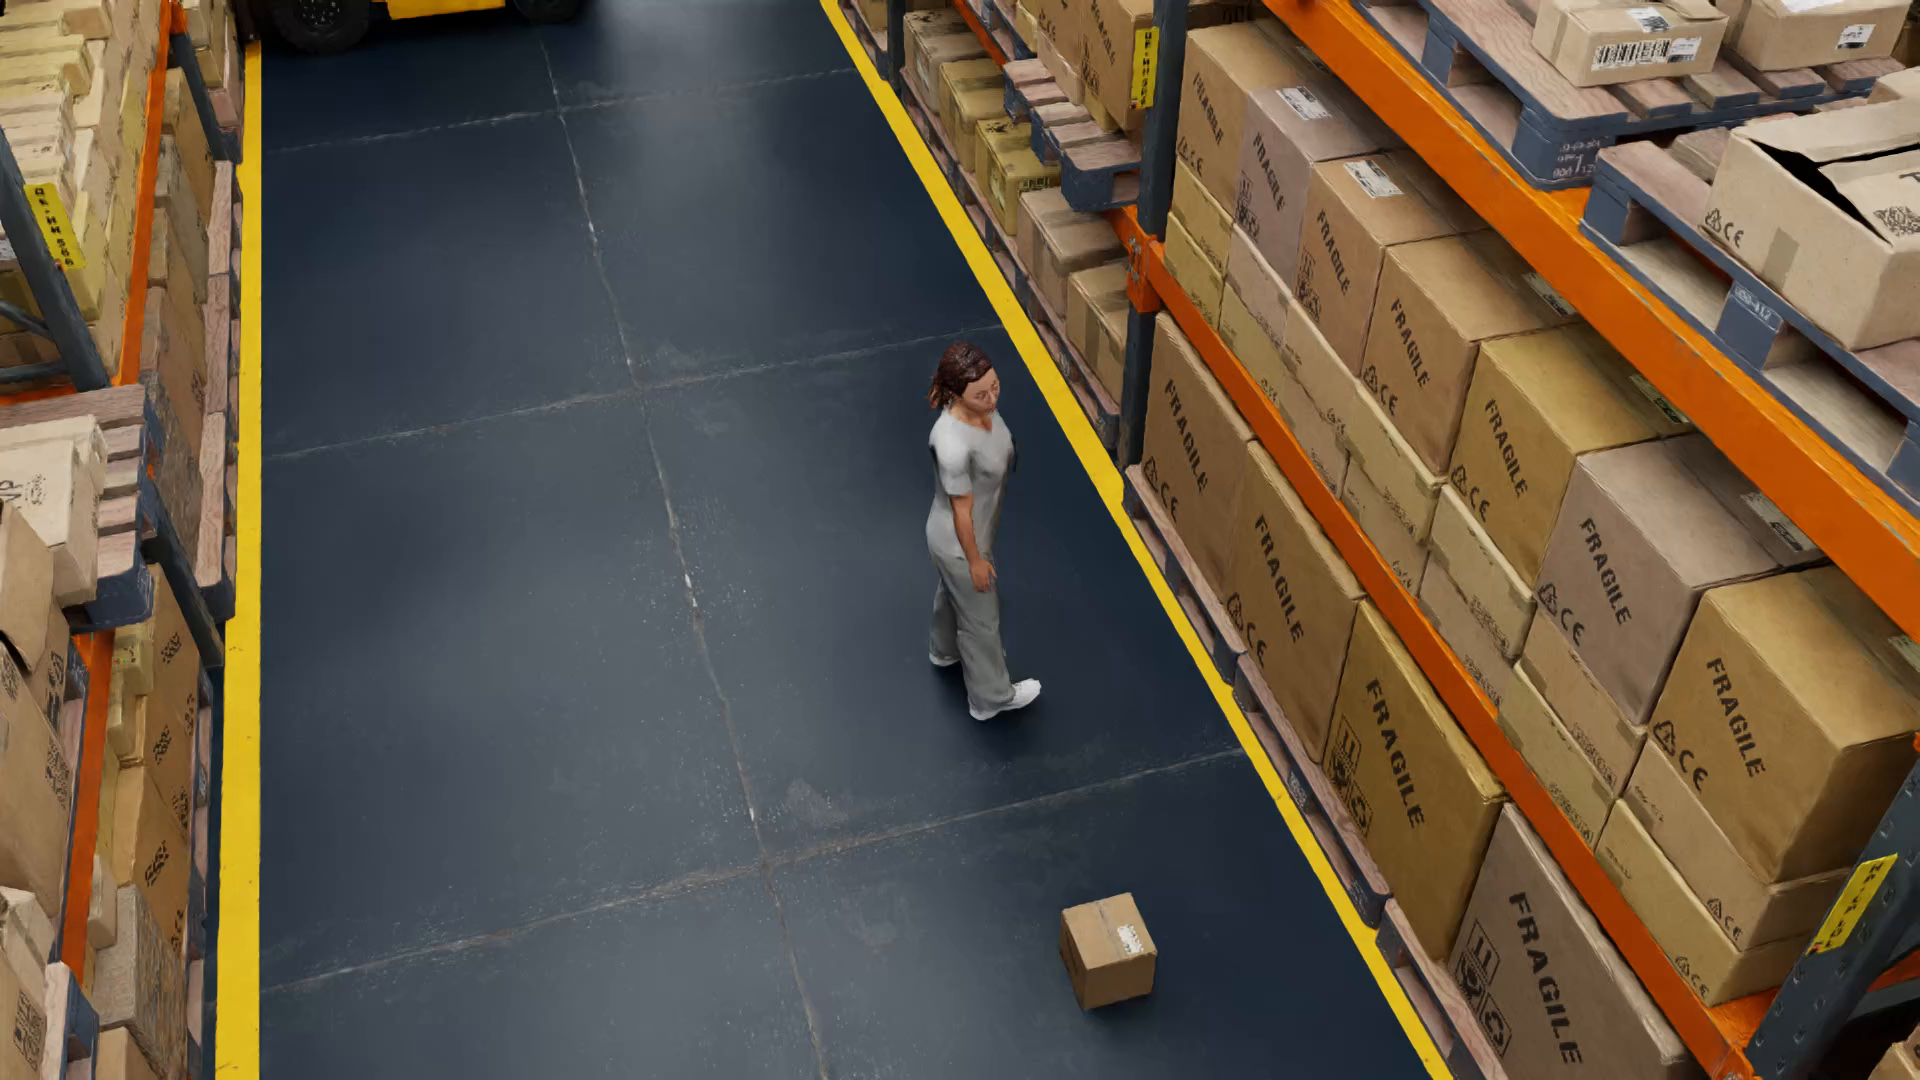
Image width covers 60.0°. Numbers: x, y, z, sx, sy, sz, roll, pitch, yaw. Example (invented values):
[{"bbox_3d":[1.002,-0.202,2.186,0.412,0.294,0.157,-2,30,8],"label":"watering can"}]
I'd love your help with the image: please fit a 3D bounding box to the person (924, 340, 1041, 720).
[{"bbox_3d":[0.091,-0.036,6.169,0.482,1.675,0.471,8,43,9],"label":"person"}]
